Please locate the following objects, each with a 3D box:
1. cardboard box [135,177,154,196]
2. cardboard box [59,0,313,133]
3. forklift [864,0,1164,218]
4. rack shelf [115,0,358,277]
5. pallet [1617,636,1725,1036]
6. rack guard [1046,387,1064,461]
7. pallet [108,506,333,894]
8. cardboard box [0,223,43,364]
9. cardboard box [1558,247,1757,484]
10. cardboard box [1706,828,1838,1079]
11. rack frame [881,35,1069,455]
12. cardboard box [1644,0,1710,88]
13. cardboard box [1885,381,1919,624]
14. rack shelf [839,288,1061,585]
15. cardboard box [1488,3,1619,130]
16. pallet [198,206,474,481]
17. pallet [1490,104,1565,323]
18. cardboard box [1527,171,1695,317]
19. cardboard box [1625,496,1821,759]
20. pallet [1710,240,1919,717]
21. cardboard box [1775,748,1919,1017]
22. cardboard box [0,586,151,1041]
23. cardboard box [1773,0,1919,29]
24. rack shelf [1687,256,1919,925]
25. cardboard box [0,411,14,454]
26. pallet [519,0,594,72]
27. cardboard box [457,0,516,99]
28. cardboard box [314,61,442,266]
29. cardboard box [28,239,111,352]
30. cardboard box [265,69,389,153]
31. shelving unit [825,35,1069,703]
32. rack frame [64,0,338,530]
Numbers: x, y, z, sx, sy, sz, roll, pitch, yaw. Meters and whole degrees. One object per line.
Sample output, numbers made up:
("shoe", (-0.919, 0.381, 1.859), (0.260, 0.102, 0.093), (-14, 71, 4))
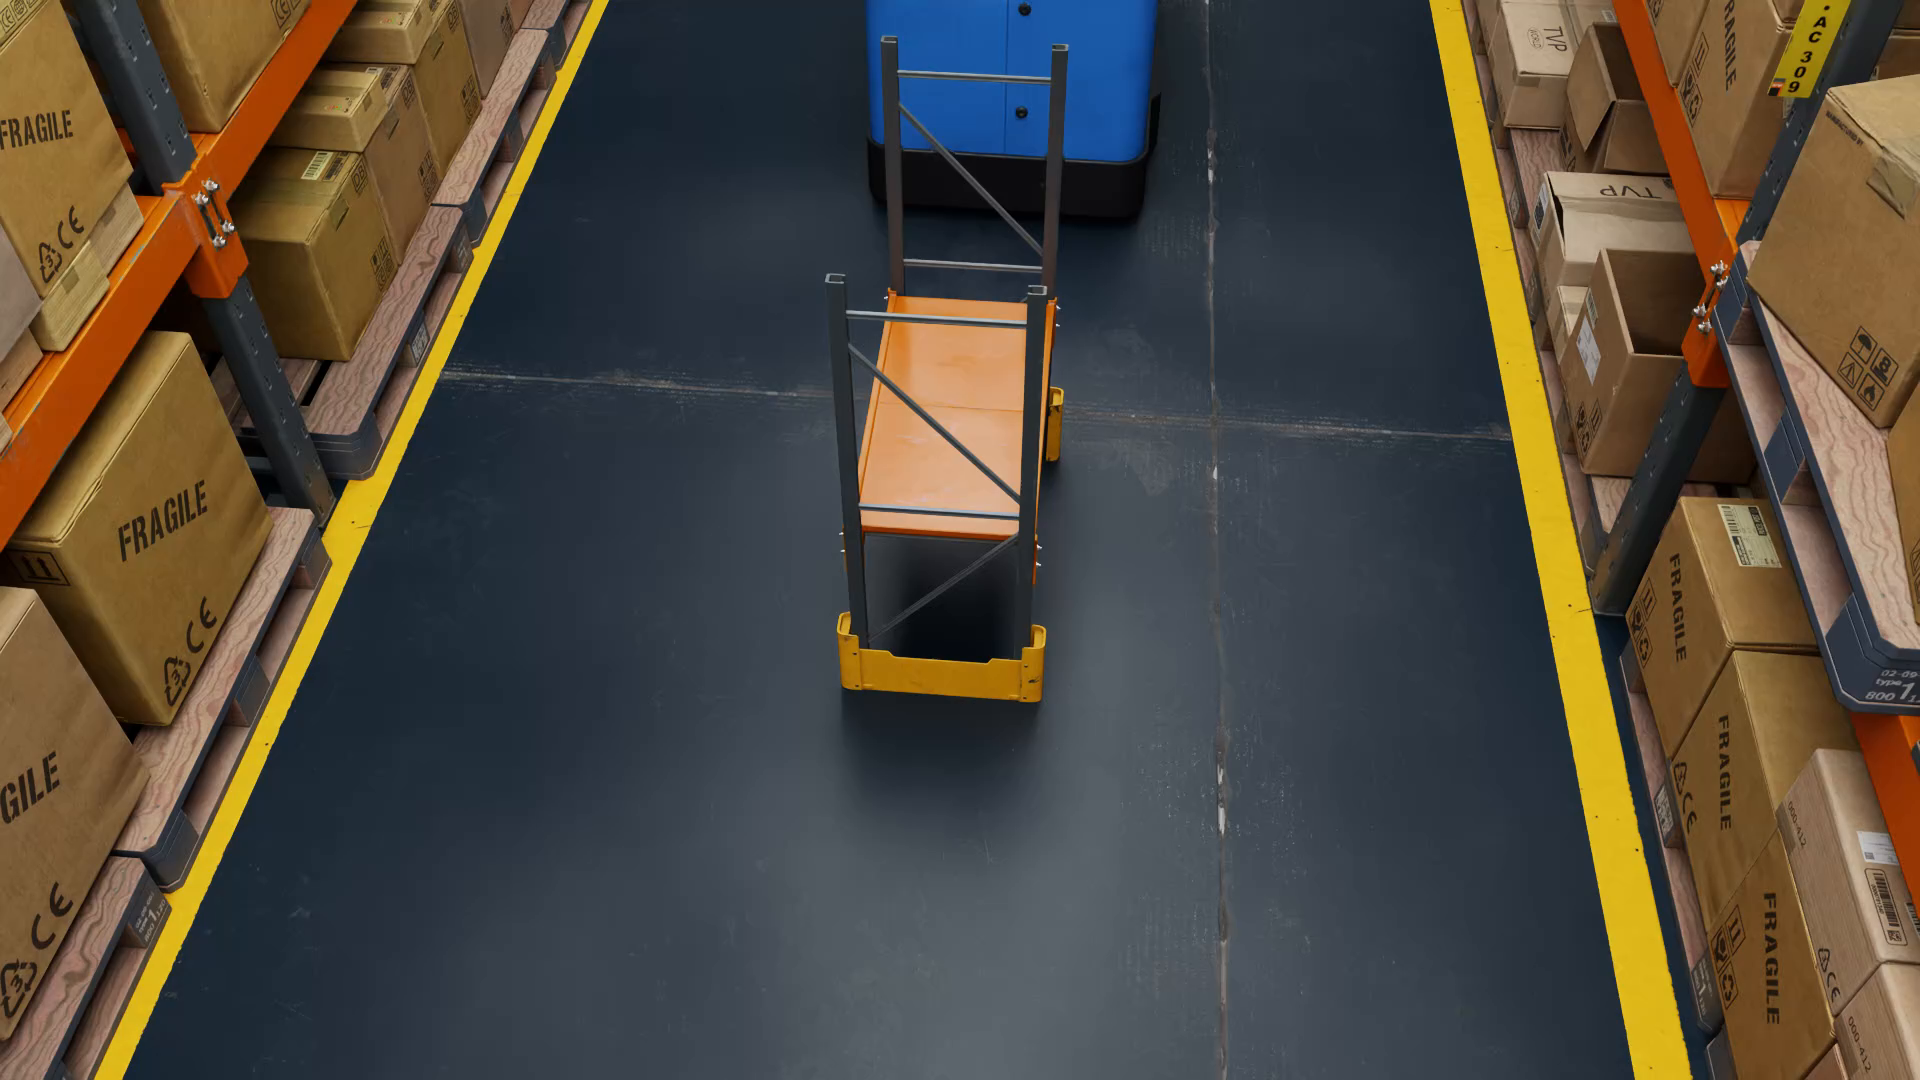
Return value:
("cardboard box", (-2.552, -1.090, 5.184), (0.380, 0.149, 0.250), (4, 48, 3))
("cardboard box", (-2.445, -1.622, 4.498), (0.980, 0.700, 0.700), (5, 48, 4))
("forklift", (0.327, -3.299, 6.281), (1.130, 2.935, 3.031), (5, 48, 4))
("rack shelf", (-2.329, -2.350, 5.854), (1.077, 0.370, 4.000), (4, 48, 4))
("pallet", (2.386, 0.748, 4.423), (1.003, 0.211, 1.213), (4, 48, 4))
("rack guard", (0.038, -0.394, 5.441), (0.587, 0.250, 0.087), (4, 48, 4))
("pallet", (-2.506, 0.390, 4.750), (1.003, 0.211, 1.213), (4, 48, 4))
("cardboard box", (-2.339, -0.533, 3.421), (0.500, 0.500, 0.500), (4, 48, 4))
("cardboard box", (2.192, -0.536, 5.103), (0.500, 0.500, 0.500), (4, 48, 4))
("cardboard box", (2.045, 1.001, 3.698), (0.500, 0.500, 0.500), (4, 48, 4))
("rack frame", (0.039, -0.817, 4.981), (0.500, 1.500, 0.032), (4, 48, 4))
("cardboard box", (2.258, -1.590, 4.604), (0.500, 0.500, 0.500), (5, 48, 5))
("cardboard box", (2.157, -0.126, 2.980), (0.700, 0.500, 0.500), (11, 48, 10))
("rack shelf", (-0.008, -0.322, 4.772), (0.538, 0.185, 1.000), (4, 48, 4))
("cardboard box", (2.364, -1.838, 6.463), (0.500, 0.250, 0.500), (4, 48, 4))
("pallet", (-2.364, -0.736, 5.780), (1.003, 0.211, 1.213), (4, 48, 4))
("pallet", (2.595, -1.255, 6.255), (1.003, 0.211, 1.213), (4, 48, 4))
("cardboard box", (2.260, -1.023, 5.677), (0.500, 0.311, 0.500), (4, 48, 4))
("cardboard box", (2.136, 0.241, 4.392), (0.500, 0.500, 0.500), (2, 48, 2))
("pallet", (2.241, -0.148, 3.483), (1.003, 0.211, 1.213), (4, 48, 4))
("cardboard box", (2.045, 0.723, 3.444), (0.500, 0.250, 0.500), (4, 48, 4))
("cardboard box", (-2.519, 0.600, 3.841), (0.750, 0.750, 0.750), (5, 48, 5))
("cardboard box", (2.211, -1.553, 3.892), (0.500, 0.500, 0.500), (4, 48, 4))
("rack shelf", (2.240, 0.919, 2.864), (1.077, 0.370, 4.000), (4, 48, 4))
("cardboard box", (-2.293, -0.205, 3.562), (0.380, 0.149, 0.250), (4, 48, 4))
("pallet", (-2.141, -2.529, 7.420), (1.003, 0.211, 1.213), (4, 48, 4))
("cardboard box", (-2.201, -2.102, 6.550), (0.700, 0.500, 0.500), (2, 48, 2))
("cardboard box", (-2.292, -1.333, 5.846), (0.700, 0.500, 0.500), (3, 48, 3))
("cardboard box", (-2.259, -0.591, 3.914), (0.380, 0.149, 0.250), (5, 48, 4))
("cardboard box", (-2.128, -1.422, 5.488), (0.380, 0.149, 0.250), (5, 48, 5))
("shelving unit", (-0.007, -0.450, 4.645), (0.587, 1.500, 1.083), (4, 48, 4))
("rack frame", (-2.511, -1.123, 4.245), (1.000, 3.000, 0.127), (4, 48, 4))
